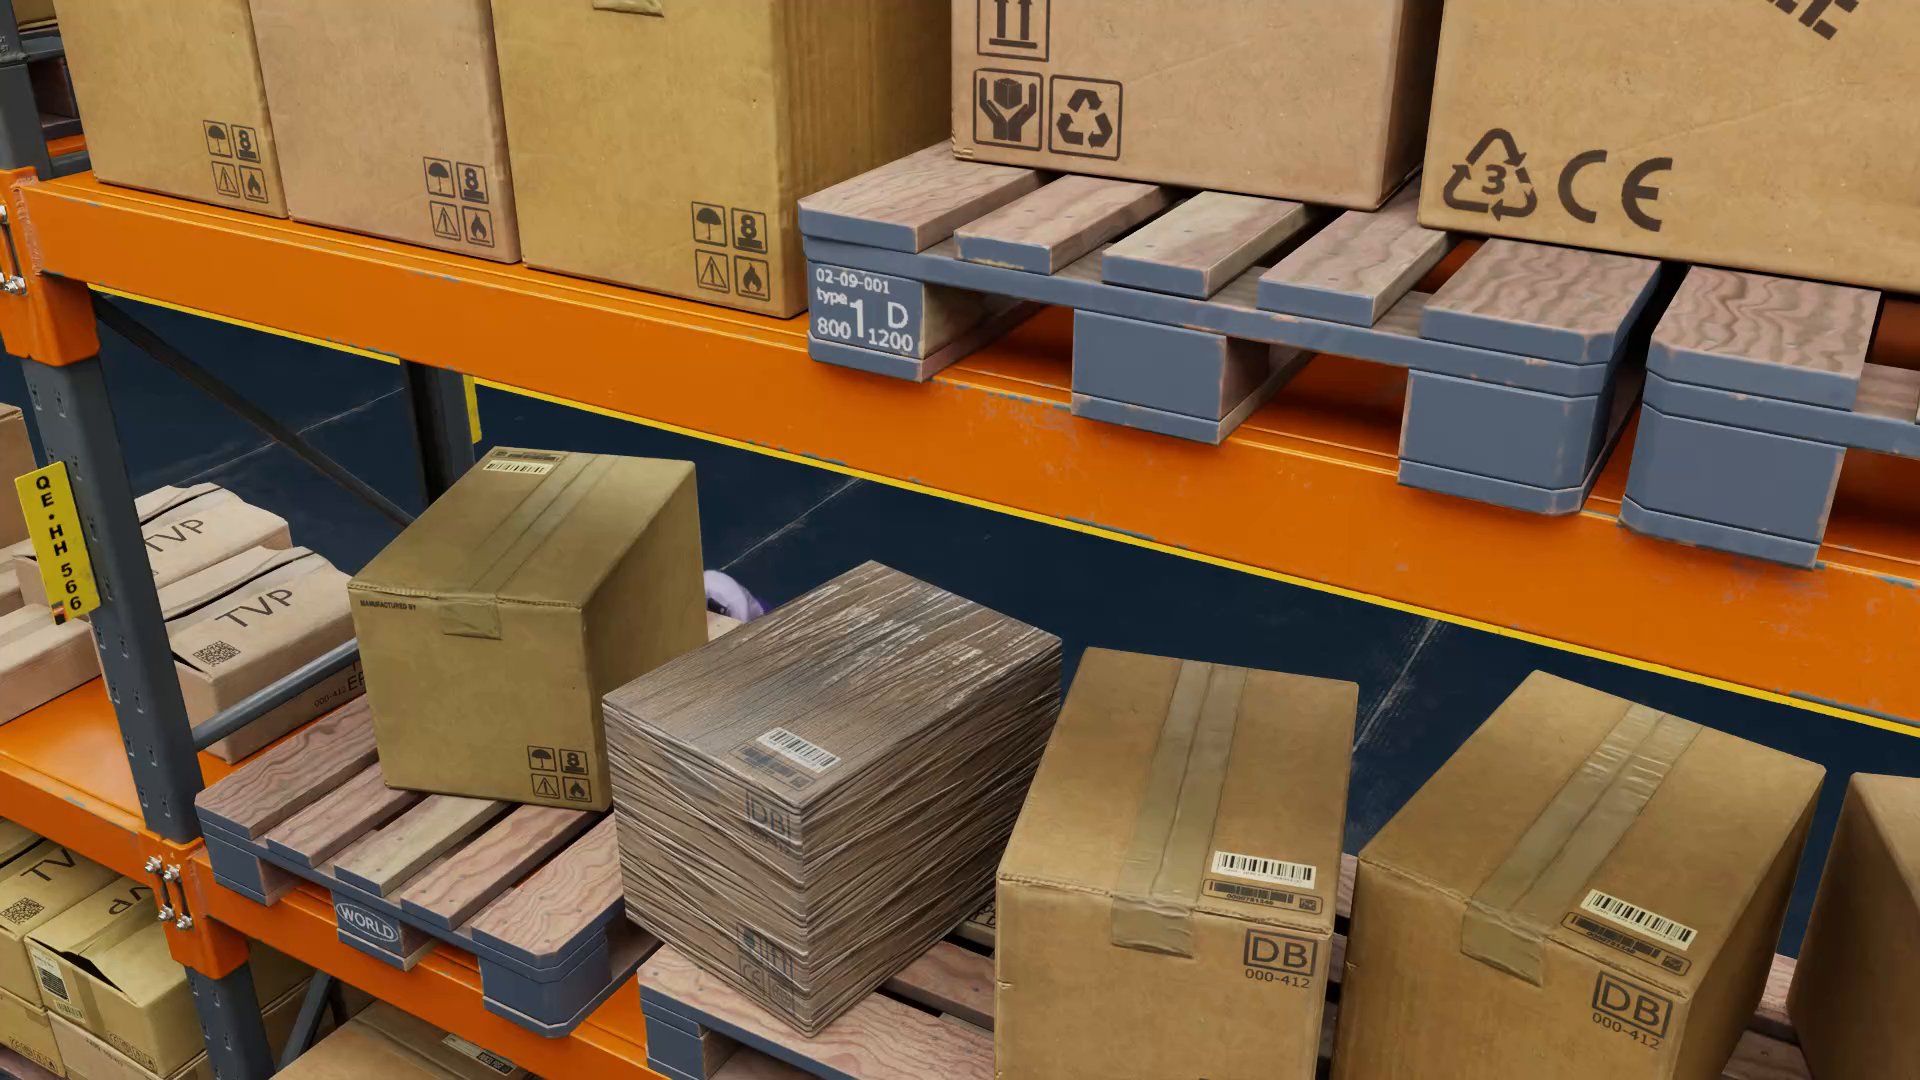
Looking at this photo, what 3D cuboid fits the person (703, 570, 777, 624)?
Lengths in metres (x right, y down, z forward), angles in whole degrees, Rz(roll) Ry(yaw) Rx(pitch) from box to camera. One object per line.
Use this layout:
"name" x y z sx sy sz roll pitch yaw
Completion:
"person" -0.950 0.423 6.094 0.498 0.944 0.810 13 30 25
